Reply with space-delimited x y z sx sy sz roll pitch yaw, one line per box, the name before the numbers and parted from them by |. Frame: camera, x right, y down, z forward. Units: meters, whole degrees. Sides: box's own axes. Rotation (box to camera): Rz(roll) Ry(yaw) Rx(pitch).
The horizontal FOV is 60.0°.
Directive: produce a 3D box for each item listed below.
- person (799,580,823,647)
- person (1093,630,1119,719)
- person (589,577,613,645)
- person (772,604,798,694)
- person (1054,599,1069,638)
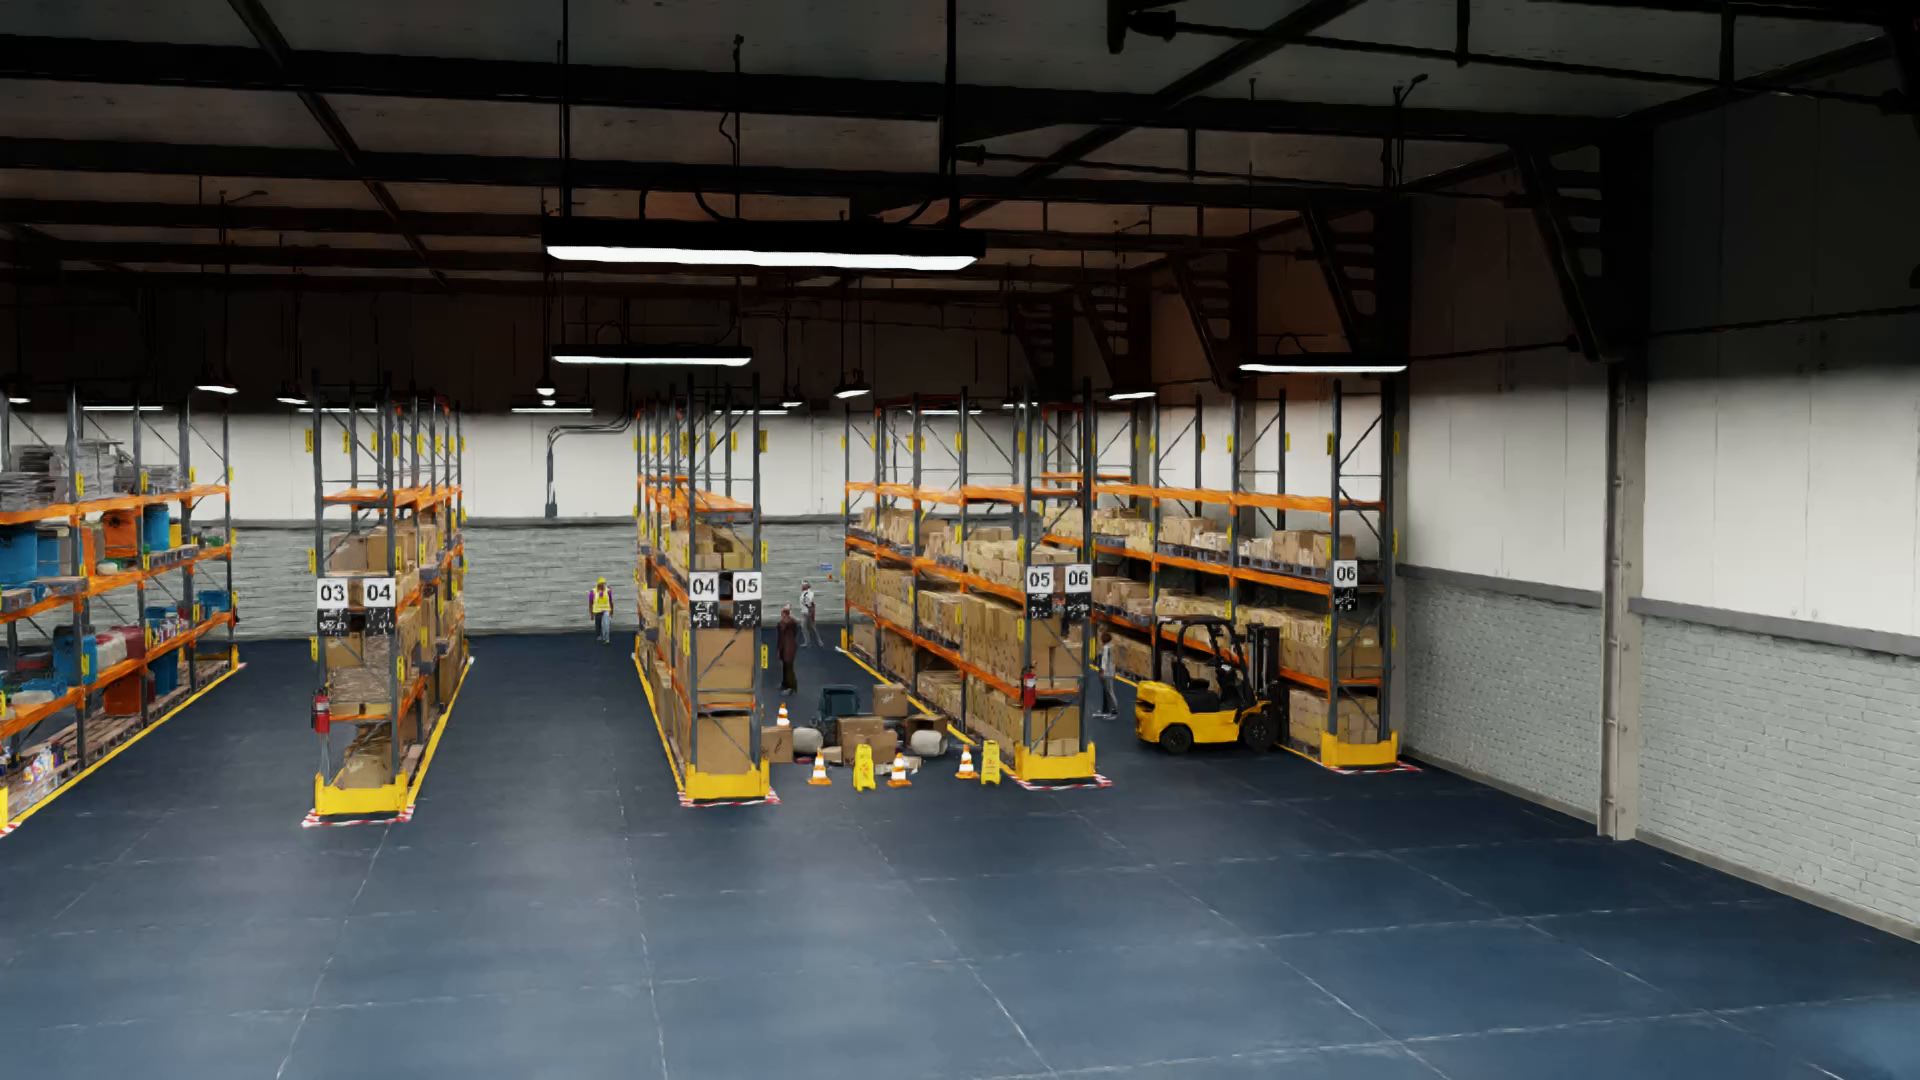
person | -3.689 1.807 41.122 0.534 1.666 0.571 -3 4 -42
person | 2.670 2.463 30.366 0.511 1.554 0.494 1 3 16
person | -8.950 1.757 41.442 0.577 1.687 1.121 -1 3 -11
person | -3.510 2.171 33.346 0.630 1.773 0.678 1 3 16
person | 2.175 2.021 36.559 0.553 1.711 0.607 0 3 5
